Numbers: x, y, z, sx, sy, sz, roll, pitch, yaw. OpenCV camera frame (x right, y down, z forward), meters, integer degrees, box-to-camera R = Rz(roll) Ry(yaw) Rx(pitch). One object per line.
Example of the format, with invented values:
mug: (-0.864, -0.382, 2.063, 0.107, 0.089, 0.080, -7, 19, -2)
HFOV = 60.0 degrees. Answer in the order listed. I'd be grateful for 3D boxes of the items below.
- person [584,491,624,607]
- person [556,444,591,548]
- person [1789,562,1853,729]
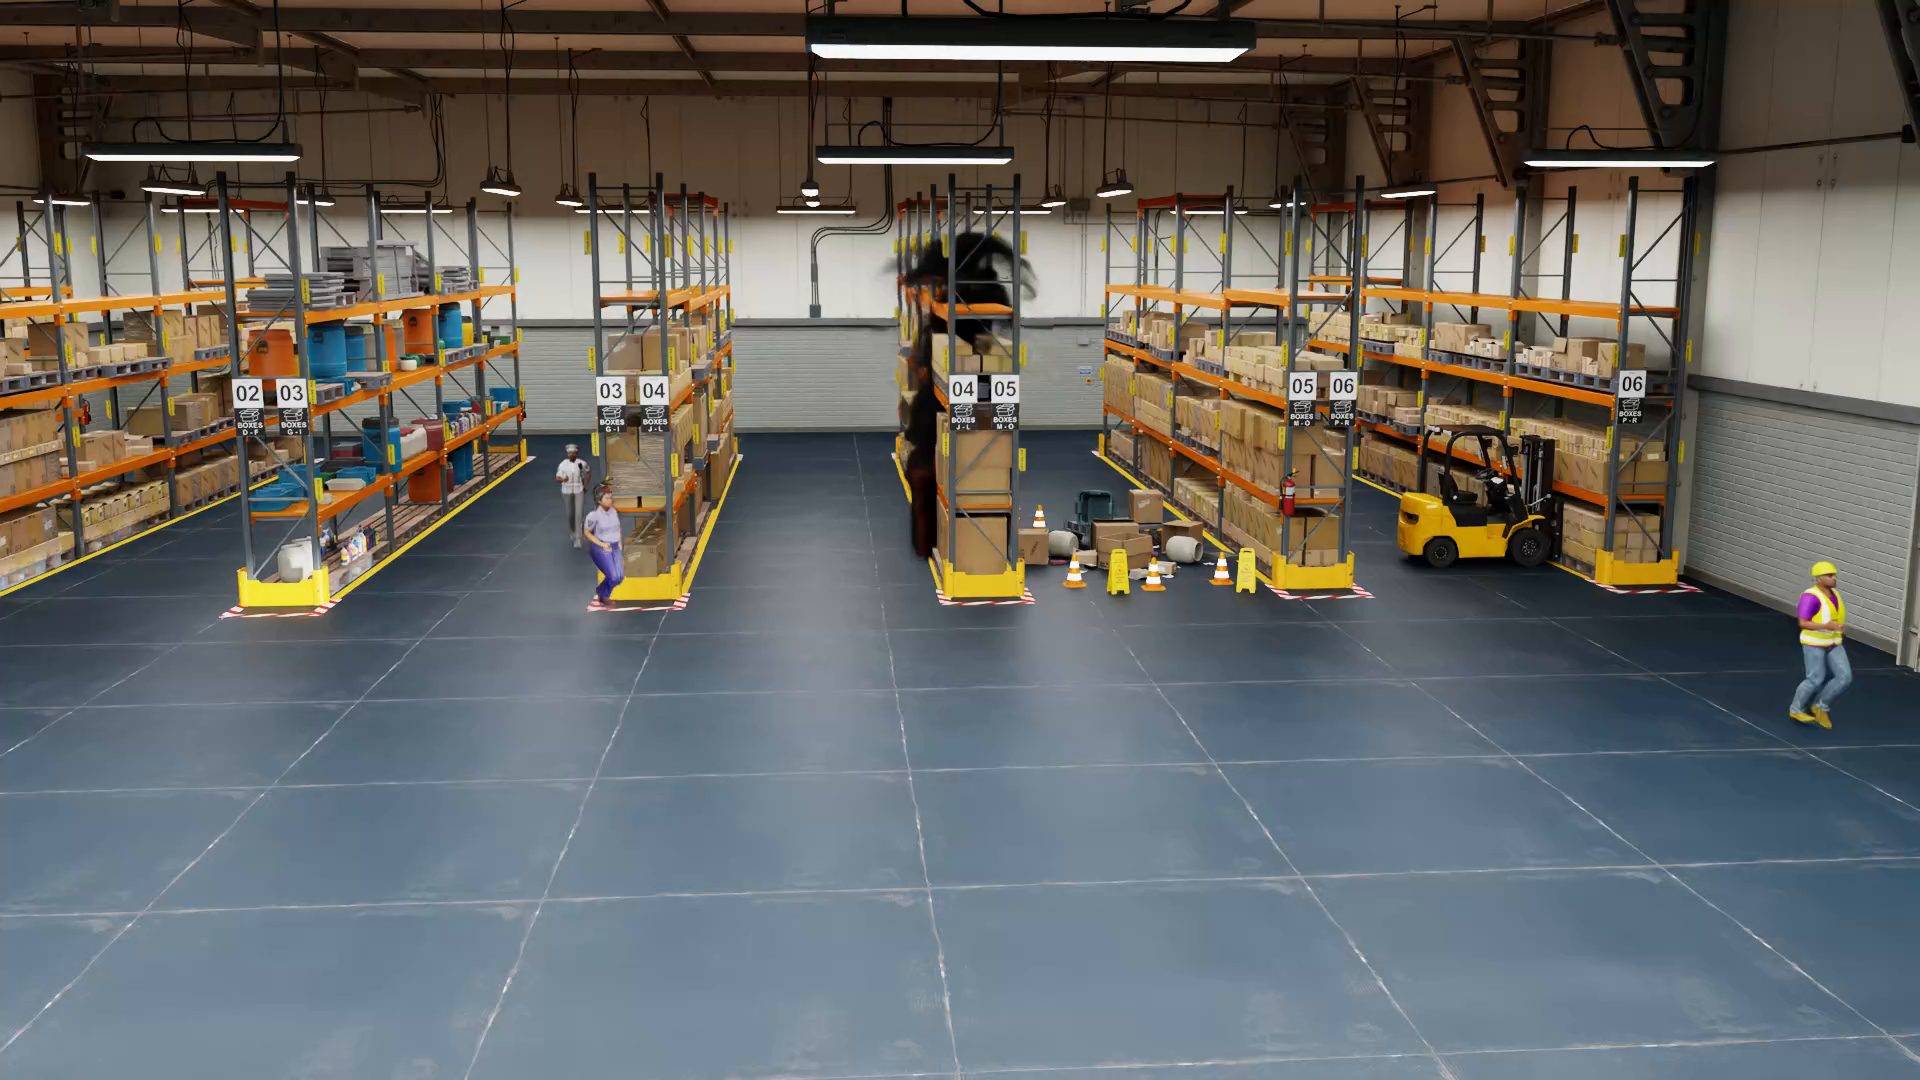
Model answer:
person: (-4.712, 0.138, 22.157, 0.557, 1.600, 0.636, 7, 12, 35)
person: (-6.514, -0.779, 28.045, 0.575, 1.696, 0.909, -1, 10, -8)
person: (9.044, 1.114, 17.375, 0.676, 1.783, 0.661, -4, 11, -22)
